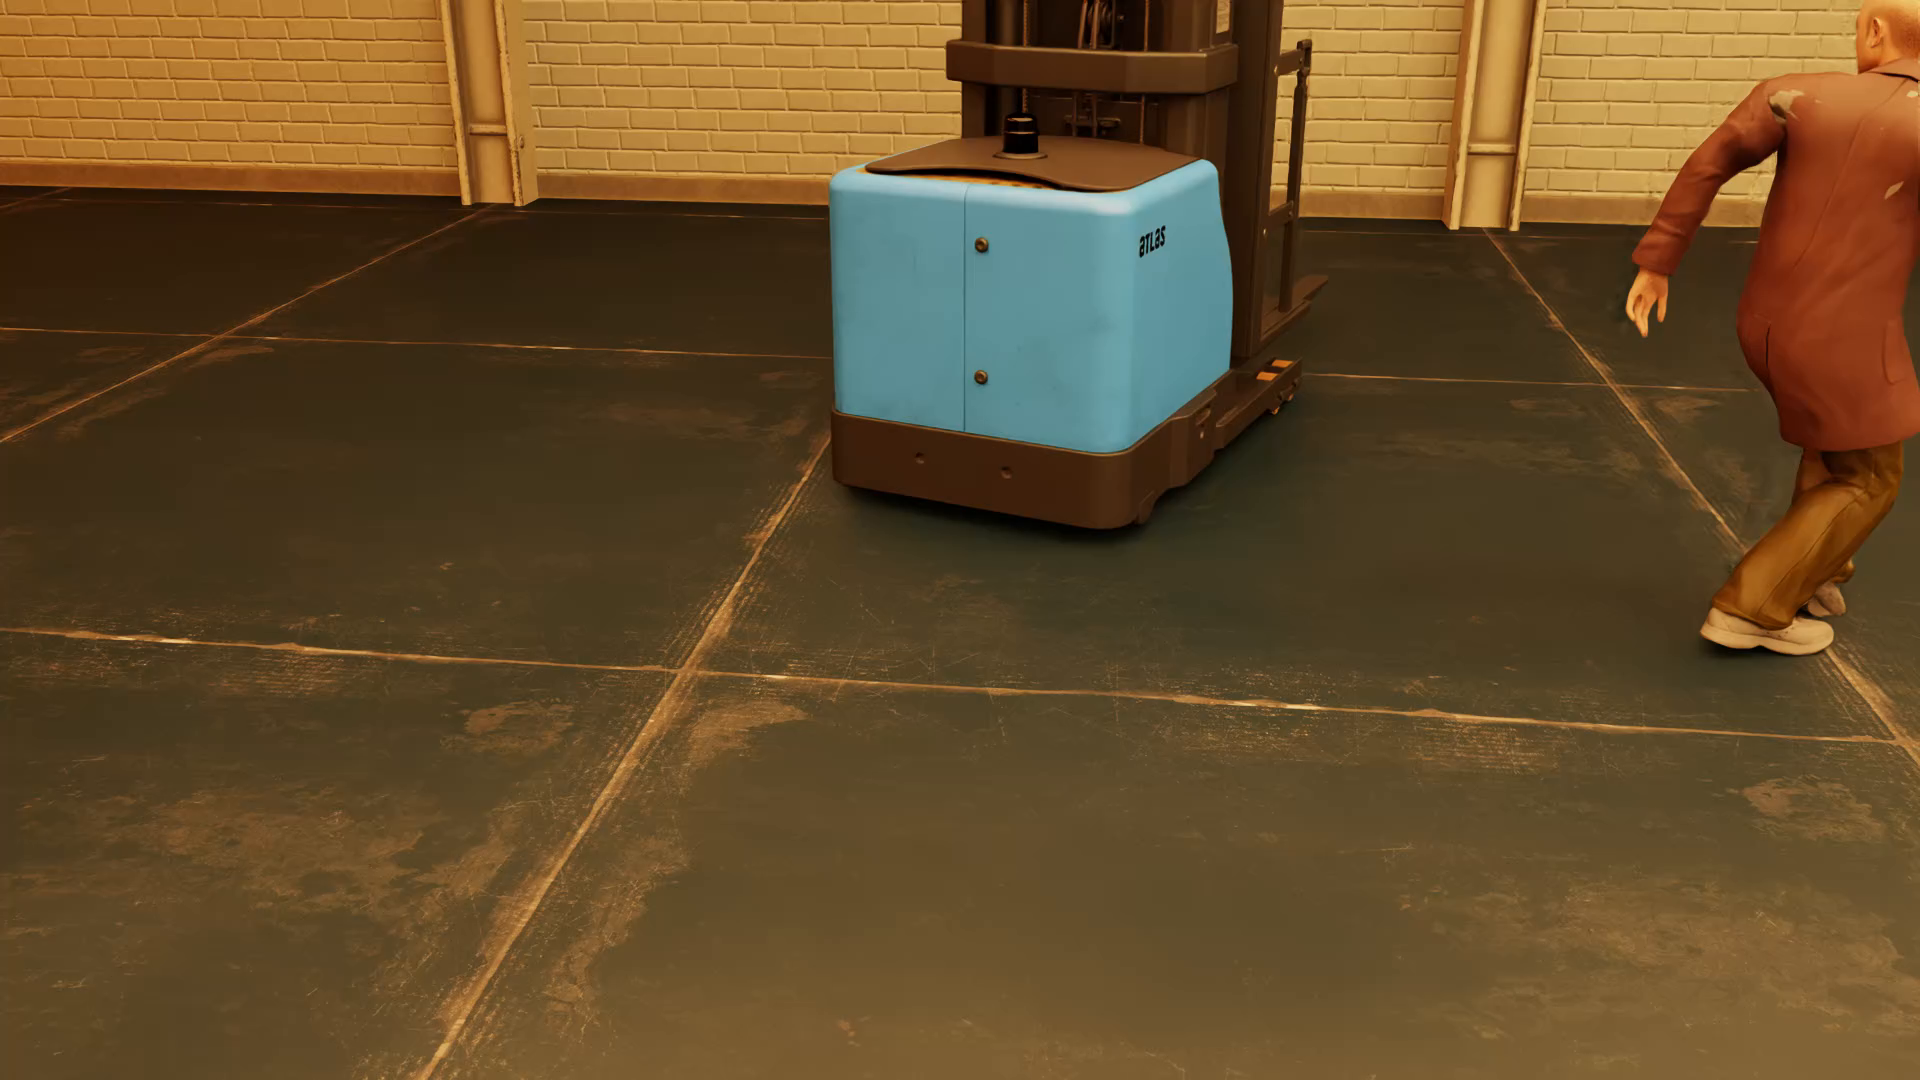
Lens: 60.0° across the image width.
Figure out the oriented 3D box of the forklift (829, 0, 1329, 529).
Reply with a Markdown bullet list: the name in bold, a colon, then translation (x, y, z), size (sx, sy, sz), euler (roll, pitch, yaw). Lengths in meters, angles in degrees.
- **forklift**: translation (0.692, -1.904, 5.982), size (1.130, 2.935, 3.031), euler (11, 24, 25)

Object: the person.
- **person**: translation (2.200, -0.503, 4.228), size (0.824, 1.784, 0.689), euler (-8, 23, -19)
